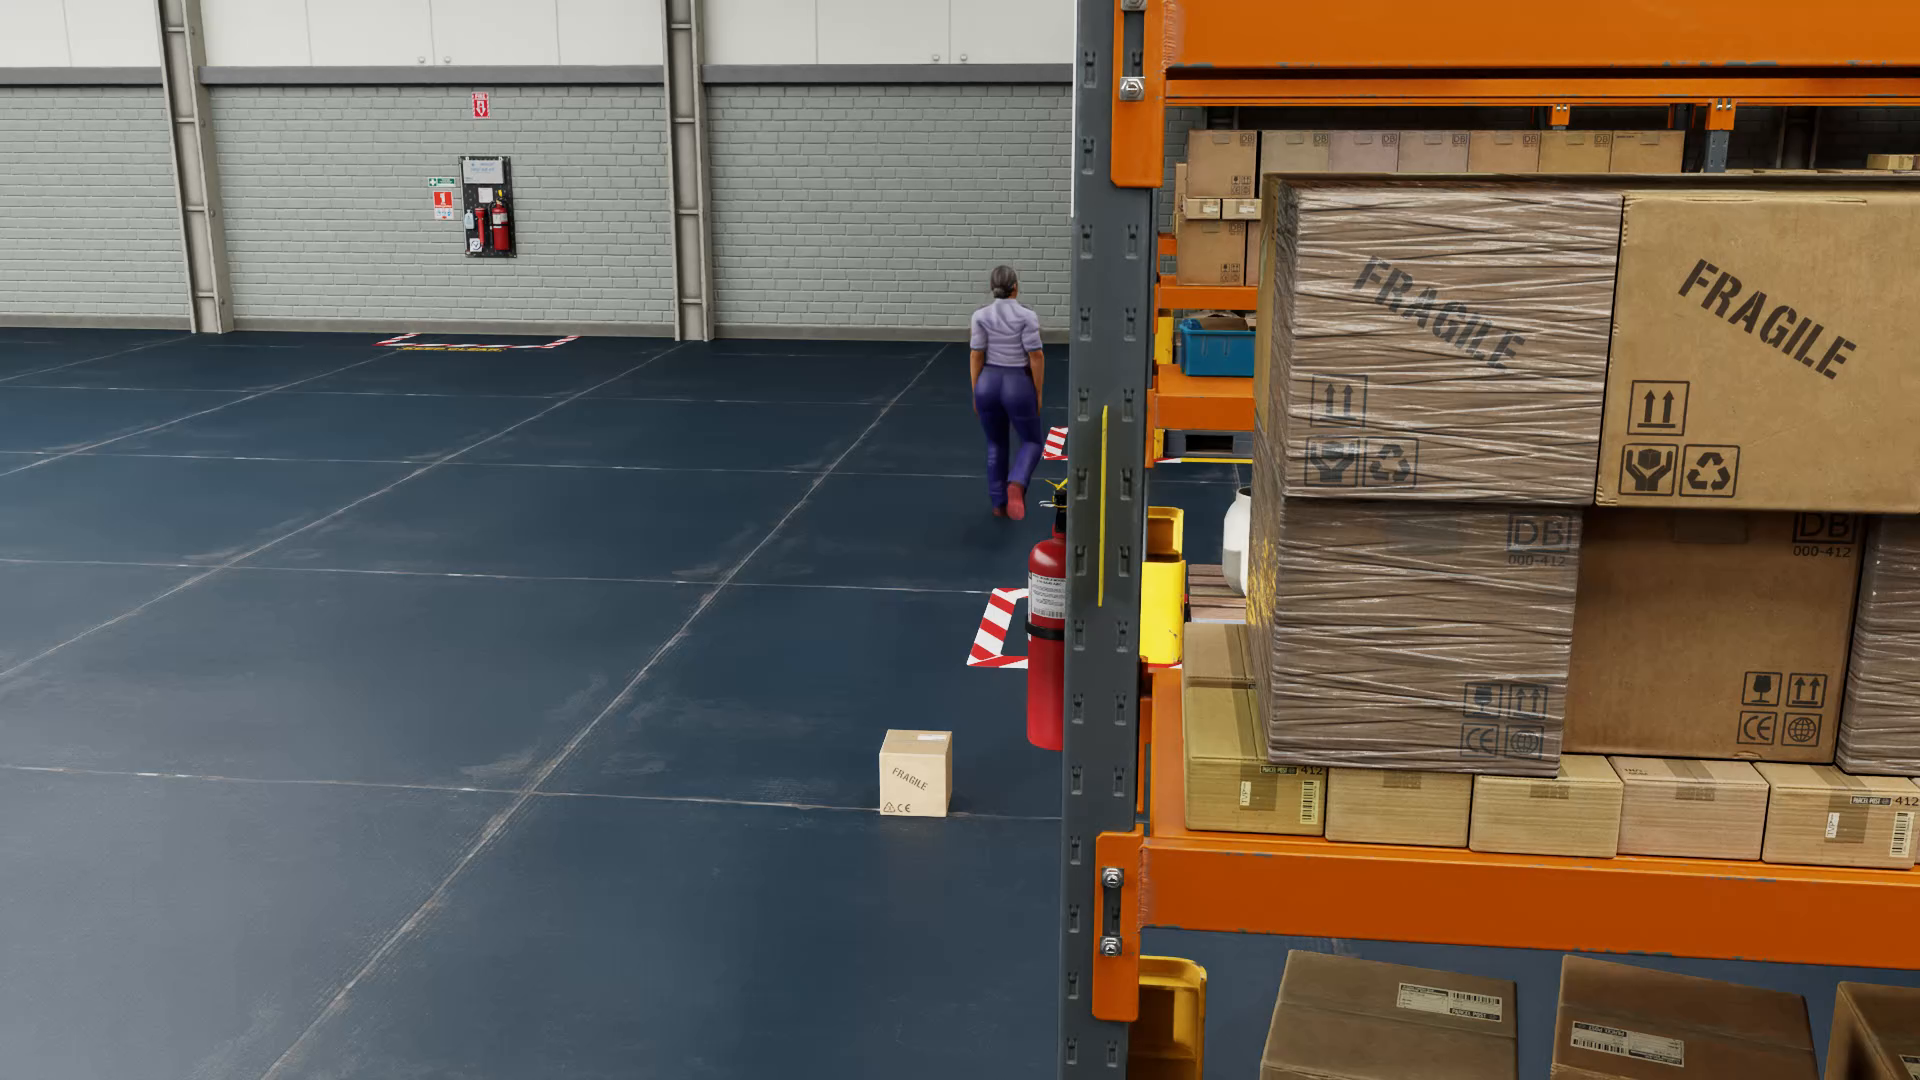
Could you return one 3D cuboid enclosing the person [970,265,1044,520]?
[{"bbox_3d":[0.299,-0.928,10.585,0.476,1.625,0.614,4,15,15],"label":"person"}]
